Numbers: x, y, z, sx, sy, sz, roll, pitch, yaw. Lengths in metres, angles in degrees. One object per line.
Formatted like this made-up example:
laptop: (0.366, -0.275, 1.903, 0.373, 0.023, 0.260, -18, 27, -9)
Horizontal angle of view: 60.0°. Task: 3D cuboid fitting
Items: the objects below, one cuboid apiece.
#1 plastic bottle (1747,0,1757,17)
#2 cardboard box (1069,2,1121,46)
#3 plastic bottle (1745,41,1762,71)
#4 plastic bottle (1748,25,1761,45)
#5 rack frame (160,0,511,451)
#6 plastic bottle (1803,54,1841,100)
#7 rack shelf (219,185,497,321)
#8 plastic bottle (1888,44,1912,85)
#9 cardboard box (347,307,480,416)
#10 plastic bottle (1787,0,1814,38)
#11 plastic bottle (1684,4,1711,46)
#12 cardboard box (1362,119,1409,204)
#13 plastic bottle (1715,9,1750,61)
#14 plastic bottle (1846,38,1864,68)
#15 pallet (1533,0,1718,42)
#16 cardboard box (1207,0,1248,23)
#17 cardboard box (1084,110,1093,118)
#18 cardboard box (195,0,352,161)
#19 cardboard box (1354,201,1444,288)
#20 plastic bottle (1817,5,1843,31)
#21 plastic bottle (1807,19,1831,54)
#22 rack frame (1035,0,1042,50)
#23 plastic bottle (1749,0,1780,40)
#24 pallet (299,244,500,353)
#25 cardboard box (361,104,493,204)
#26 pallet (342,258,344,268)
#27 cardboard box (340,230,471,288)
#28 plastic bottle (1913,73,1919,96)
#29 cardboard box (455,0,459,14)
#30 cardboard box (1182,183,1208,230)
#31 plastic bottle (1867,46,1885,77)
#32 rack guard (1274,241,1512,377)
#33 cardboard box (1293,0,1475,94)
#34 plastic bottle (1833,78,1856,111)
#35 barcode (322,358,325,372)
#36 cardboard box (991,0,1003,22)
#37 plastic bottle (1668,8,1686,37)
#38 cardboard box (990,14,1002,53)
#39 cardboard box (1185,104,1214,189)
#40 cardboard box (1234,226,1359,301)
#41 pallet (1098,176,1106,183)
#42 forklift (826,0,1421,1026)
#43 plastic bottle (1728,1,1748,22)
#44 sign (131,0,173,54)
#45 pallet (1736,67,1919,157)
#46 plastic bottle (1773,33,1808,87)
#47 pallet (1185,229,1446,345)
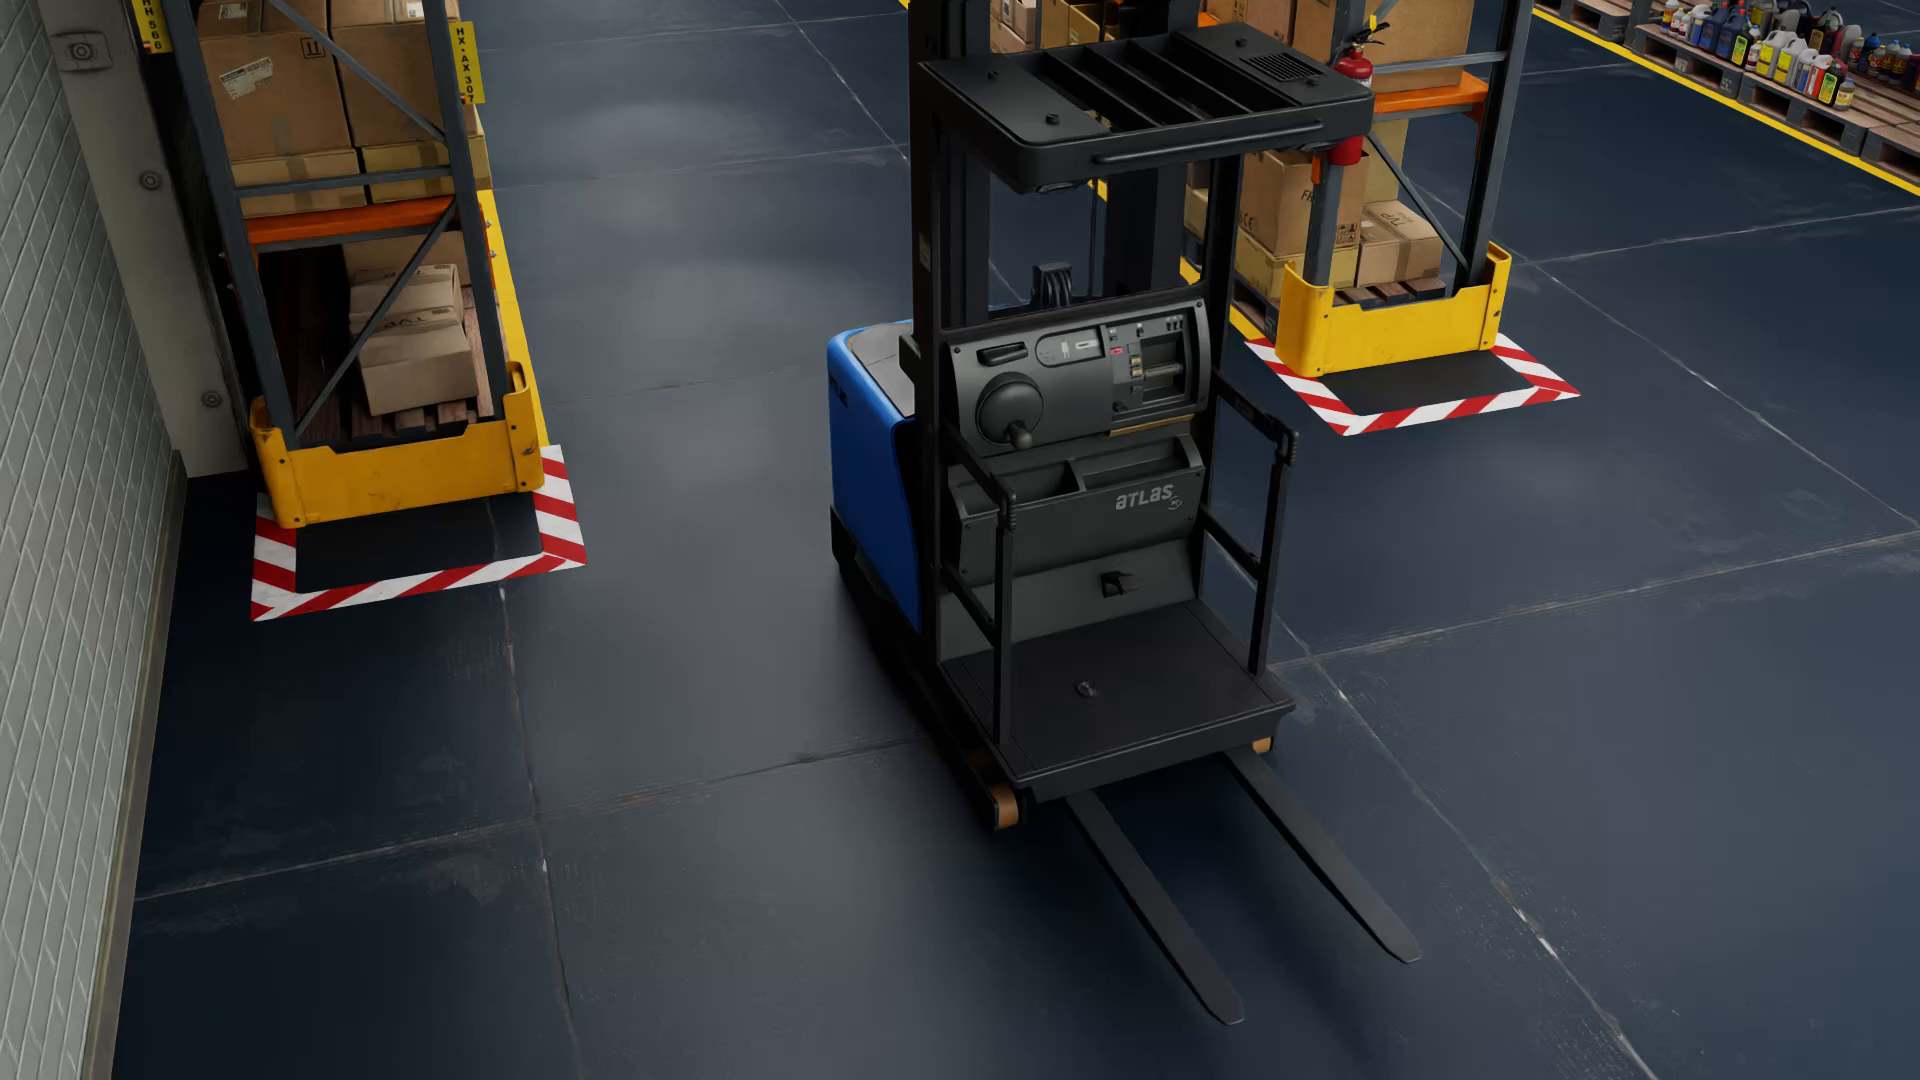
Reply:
plastic bottle: (6.143, -4.084, 12.849, 0.097, 0.201, 0.097, 0, 33, 0)
cardboard box: (1.020, -3.159, 10.742, 0.500, 0.500, 0.500, -10, 35, -15)
plastic bottle: (5.708, -3.477, 11.930, 0.097, 0.201, 0.097, 0, 33, 0)
plastic bottle: (5.725, -3.588, 12.034, 0.097, 0.271, 0.097, 0, 33, 0)
rack frame: (-2.479, -1.440, 6.708, 1.000, 3.000, 0.127, -10, 35, -15)
plastic bottle: (5.927, -3.181, 11.414, 0.152, 0.276, 0.135, -10, 35, -14)
rack shelf: (-3.089, -2.190, 8.496, 1.077, 0.370, 4.000, -10, 35, -15)
plastic bottle: (6.595, -3.335, 11.653, 0.097, 0.271, 0.097, 0, 33, 0)
cardboard box: (-2.605, -0.880, 7.901, 0.500, 0.311, 0.500, -14, 36, -20)
plastic bottle: (6.265, -3.894, 12.426, 0.144, 0.351, 0.185, -12, 35, -17)
plastic bottle: (5.540, -3.847, 12.423, 0.152, 0.276, 0.135, -9, 34, -13)
cardboard box: (2.131, -2.197, 9.287, 0.500, 0.500, 0.500, -10, 35, -15)
plastic bottle: (5.644, -3.692, 12.120, 0.144, 0.351, 0.185, -11, 35, -17)
plastic bottle: (6.471, -3.519, 11.993, 0.097, 0.201, 0.097, 0, 33, 0)
pallet: (5.459, -4.448, 13.791, 1.003, 0.211, 1.213, -10, 35, -15)
cardboard box: (1.796, -3.101, 9.131, 0.700, 0.500, 0.500, -10, 35, -14)
cardboard box: (1.017, -2.845, 10.948, 0.500, 0.250, 0.500, -10, 35, -15)
cardboard box: (-2.825, -1.910, 6.858, 0.500, 0.500, 0.500, -10, 35, -15)
cardboard box: (2.285, -1.622, 9.097, 0.500, 0.250, 0.500, -10, 35, -15)
plastic bottle: (6.363, -3.724, 12.169, 0.144, 0.351, 0.185, -10, 35, -15)
plastic bottle: (6.274, -3.666, 12.141, 0.061, 0.283, 0.133, -10, 35, -15)
rack frame: (1.017, -4.375, 11.150, 1.000, 3.000, 0.127, -10, 35, -15)
plastic bottle: (6.069, -3.971, 12.542, 0.144, 0.351, 0.185, -10, 35, -15)
pallet: (-3.085, -1.388, 9.160, 1.003, 0.211, 1.213, -10, 35, -15)
cardboard box: (-2.326, -1.695, 7.213, 0.500, 0.250, 0.500, -11, 35, -16)
pallet: (-3.461, -2.030, 10.131, 1.003, 0.211, 1.213, -10, 35, -15)
cardboard box: (-2.955, -1.652, 8.897, 0.700, 0.500, 0.500, -12, 35, -18)
plastic bottle: (6.668, -3.181, 11.482, 0.097, 0.201, 0.097, 0, 33, 0)
cardboard box: (-2.480, -2.261, 7.388, 0.500, 0.500, 0.500, -10, 35, -15)
cardboard box: (1.474, -2.058, 9.756, 0.500, 0.250, 0.500, -10, 35, -15)
plastic bottle: (6.534, -3.411, 11.830, 0.097, 0.201, 0.097, 0, 33, 0)
rack guard: (2.245, -1.219, 8.642, 1.175, 0.500, 0.348, -10, 35, -15)
cardboard box: (2.107, -2.564, 8.319, 0.700, 0.500, 0.500, -10, 35, -15)
plastic bottle: (5.978, -3.013, 11.227, 0.097, 0.201, 0.097, 0, 33, 0)
barcode: (-2.991, -0.826, 7.811, 0.001, 0.075, 0.075, -10, 35, -15)
cardboard box: (0.456, -4.074, 12.298, 0.500, 0.311, 0.500, -9, 35, -13)
plastic bottle: (5.446, -3.928, 12.612, 0.097, 0.201, 0.097, 0, 33, 0)
cardboard box: (0.462, -3.838, 12.450, 0.500, 0.250, 0.500, -11, 35, -15)
cardboard box: (1.471, -2.370, 9.549, 0.500, 0.500, 0.500, -10, 35, -15)
cardboard box: (1.792, -1.535, 8.965, 0.500, 0.250, 0.500, -10, 35, -15)
pallet: (1.220, -2.787, 11.276, 1.003, 0.211, 1.213, -10, 35, -15)
forklift: (0.491, -0.492, 5.335, 1.130, 2.935, 3.031, -13, 36, -19)
plastic bottle: (5.724, -3.815, 12.306, 0.144, 0.351, 0.185, -10, 35, -15)
sign: (-3.014, -1.972, 6.177, 0.100, 0.325, 0.005, -10, 35, -15)
pallet: (6.276, -3.041, 11.661, 1.003, 0.211, 1.213, -10, 35, -15)
plastic bottle: (5.831, -3.371, 11.634, 0.144, 0.351, 0.185, -9, 34, -13)
pallet: (1.964, -1.506, 9.338, 1.003, 0.211, 1.213, -10, 35, -15)
